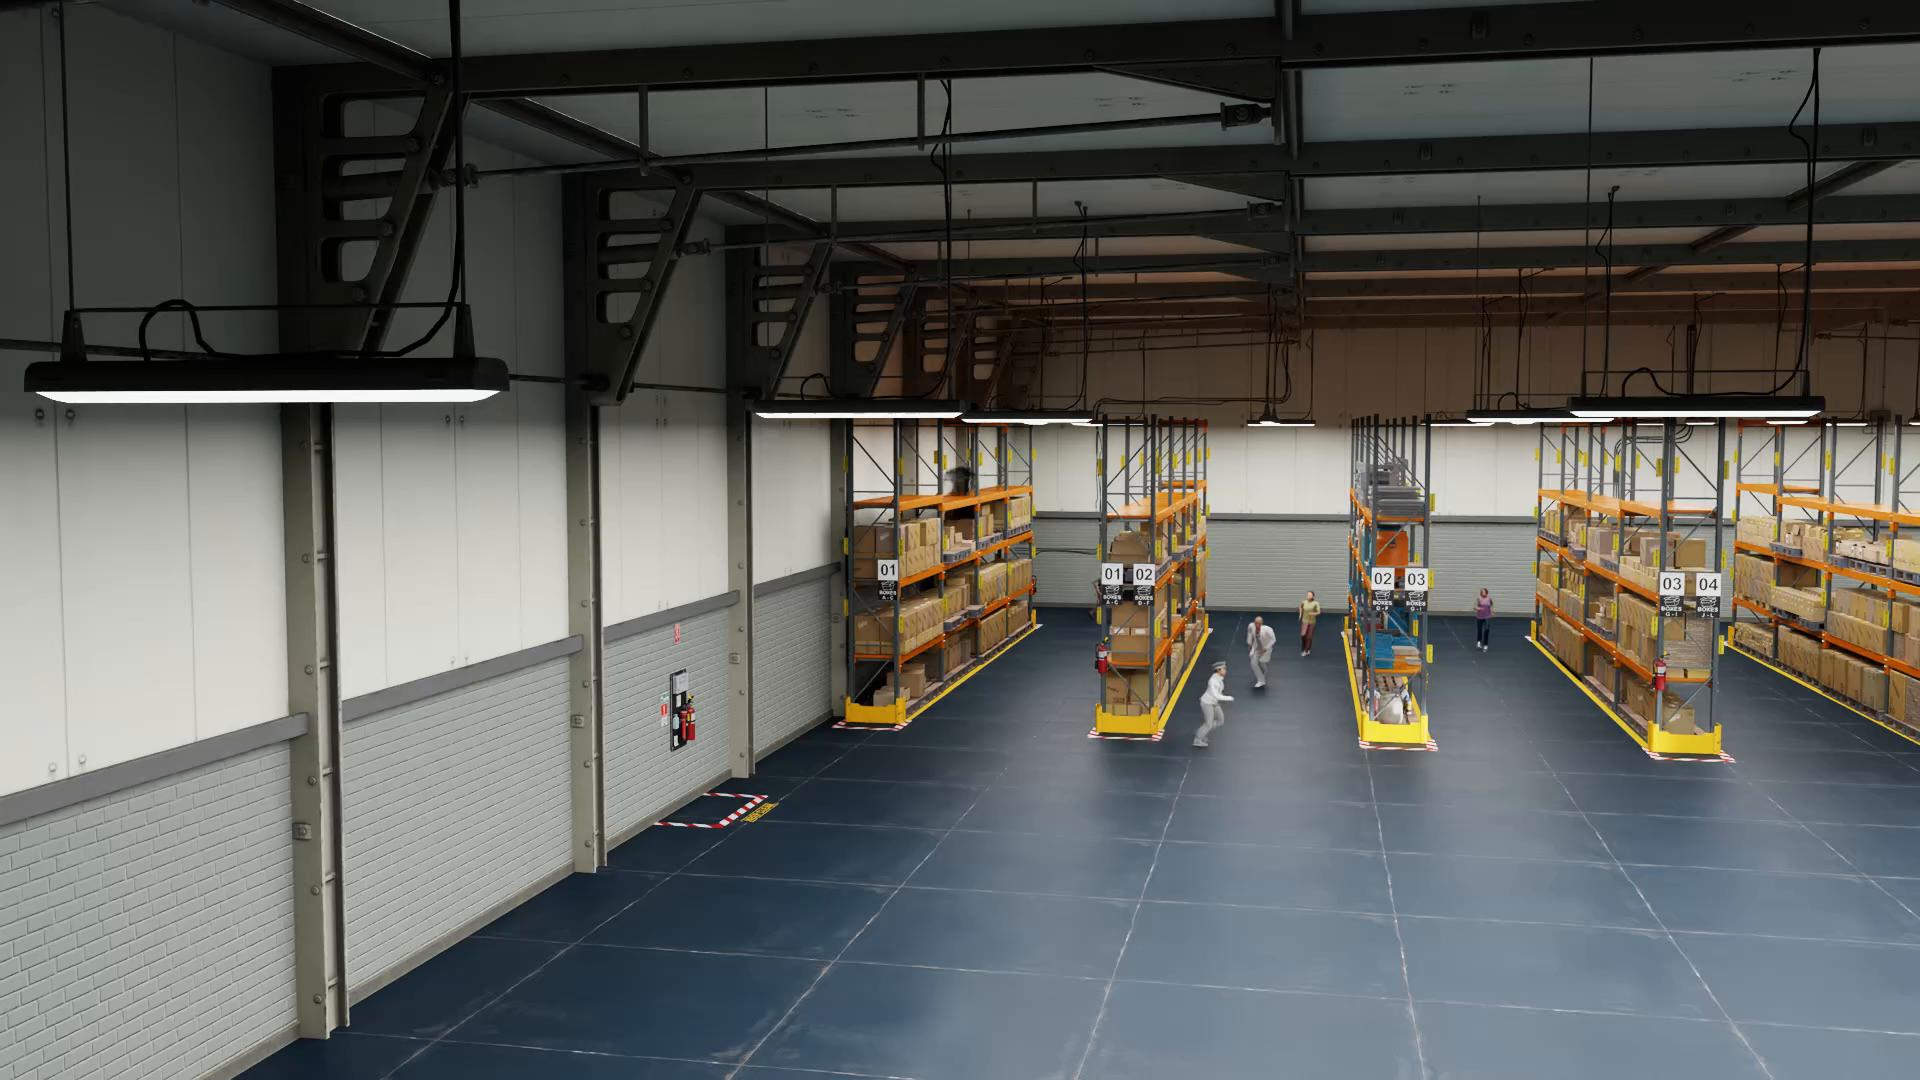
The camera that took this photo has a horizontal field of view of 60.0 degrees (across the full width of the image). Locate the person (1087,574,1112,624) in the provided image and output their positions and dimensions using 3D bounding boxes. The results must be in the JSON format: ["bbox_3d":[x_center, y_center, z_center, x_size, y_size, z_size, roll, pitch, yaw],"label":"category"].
[{"bbox_3d":[4.221,1.601,49.061,0.922,1.667,0.687,3,5,34],"label":"person"}]

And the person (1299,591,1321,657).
[{"bbox_3d":[8.816,2.112,41.915,0.549,1.689,0.661,1,4,16],"label":"person"}]

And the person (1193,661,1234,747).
[{"bbox_3d":[4.567,2.941,29.906,0.755,1.574,0.592,2,4,25],"label":"person"}]

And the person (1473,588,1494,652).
[{"bbox_3d":[13.534,2.042,43.005,0.534,1.626,0.823,1,4,10],"label":"person"}]

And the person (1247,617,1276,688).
[{"bbox_3d":[6.762,2.522,37.132,0.692,1.460,1.147,2,4,24],"label":"person"}]
